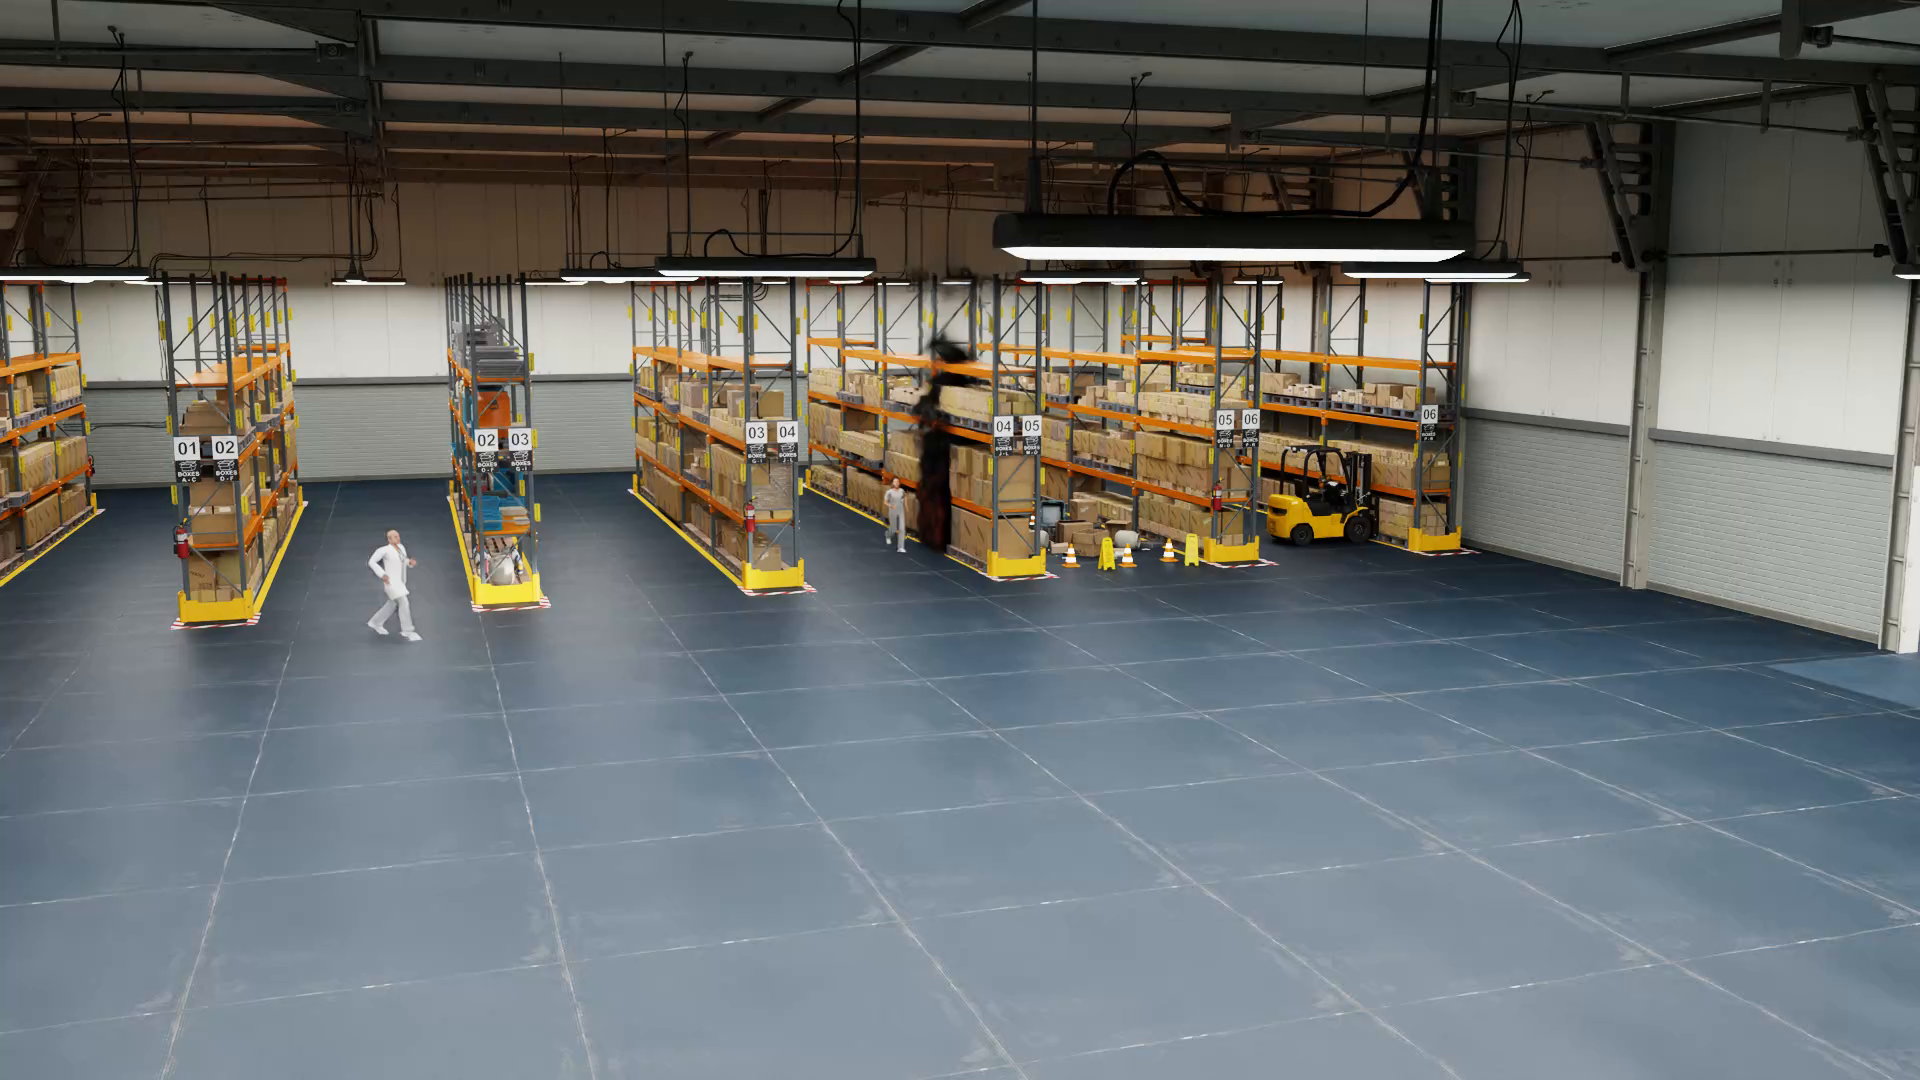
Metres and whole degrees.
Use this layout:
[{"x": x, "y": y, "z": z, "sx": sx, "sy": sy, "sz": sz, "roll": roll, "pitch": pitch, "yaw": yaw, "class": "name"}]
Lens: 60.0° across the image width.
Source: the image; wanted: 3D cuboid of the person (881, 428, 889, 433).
[{"x": -2.198, "y": -2.431, "z": 48.403, "sx": 0.613, "sy": 1.679, "sz": 0.941, "roll": -5, "pitch": 10, "yaw": -30, "class": "person"}]

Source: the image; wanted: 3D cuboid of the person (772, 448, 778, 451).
[{"x": -5.028, "y": -2.081, "z": 46.233, "sx": 0.674, "sy": 1.806, "sz": 0.750, "roll": -2, "pitch": 9, "yaw": -11, "class": "person"}]

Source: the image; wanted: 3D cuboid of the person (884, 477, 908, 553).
[{"x": -1.378, "y": -0.567, "z": 36.345, "sx": 0.584, "sy": 1.633, "sz": 0.970, "roll": -3, "pitch": 9, "yaw": -22, "class": "person"}]

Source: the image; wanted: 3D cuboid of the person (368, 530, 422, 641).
[{"x": -9.298, "y": 0.734, "z": 27.317, "sx": 0.974, "sy": 1.817, "sz": 0.679, "roll": 1, "pitch": 9, "yaw": 9, "class": "person"}]
